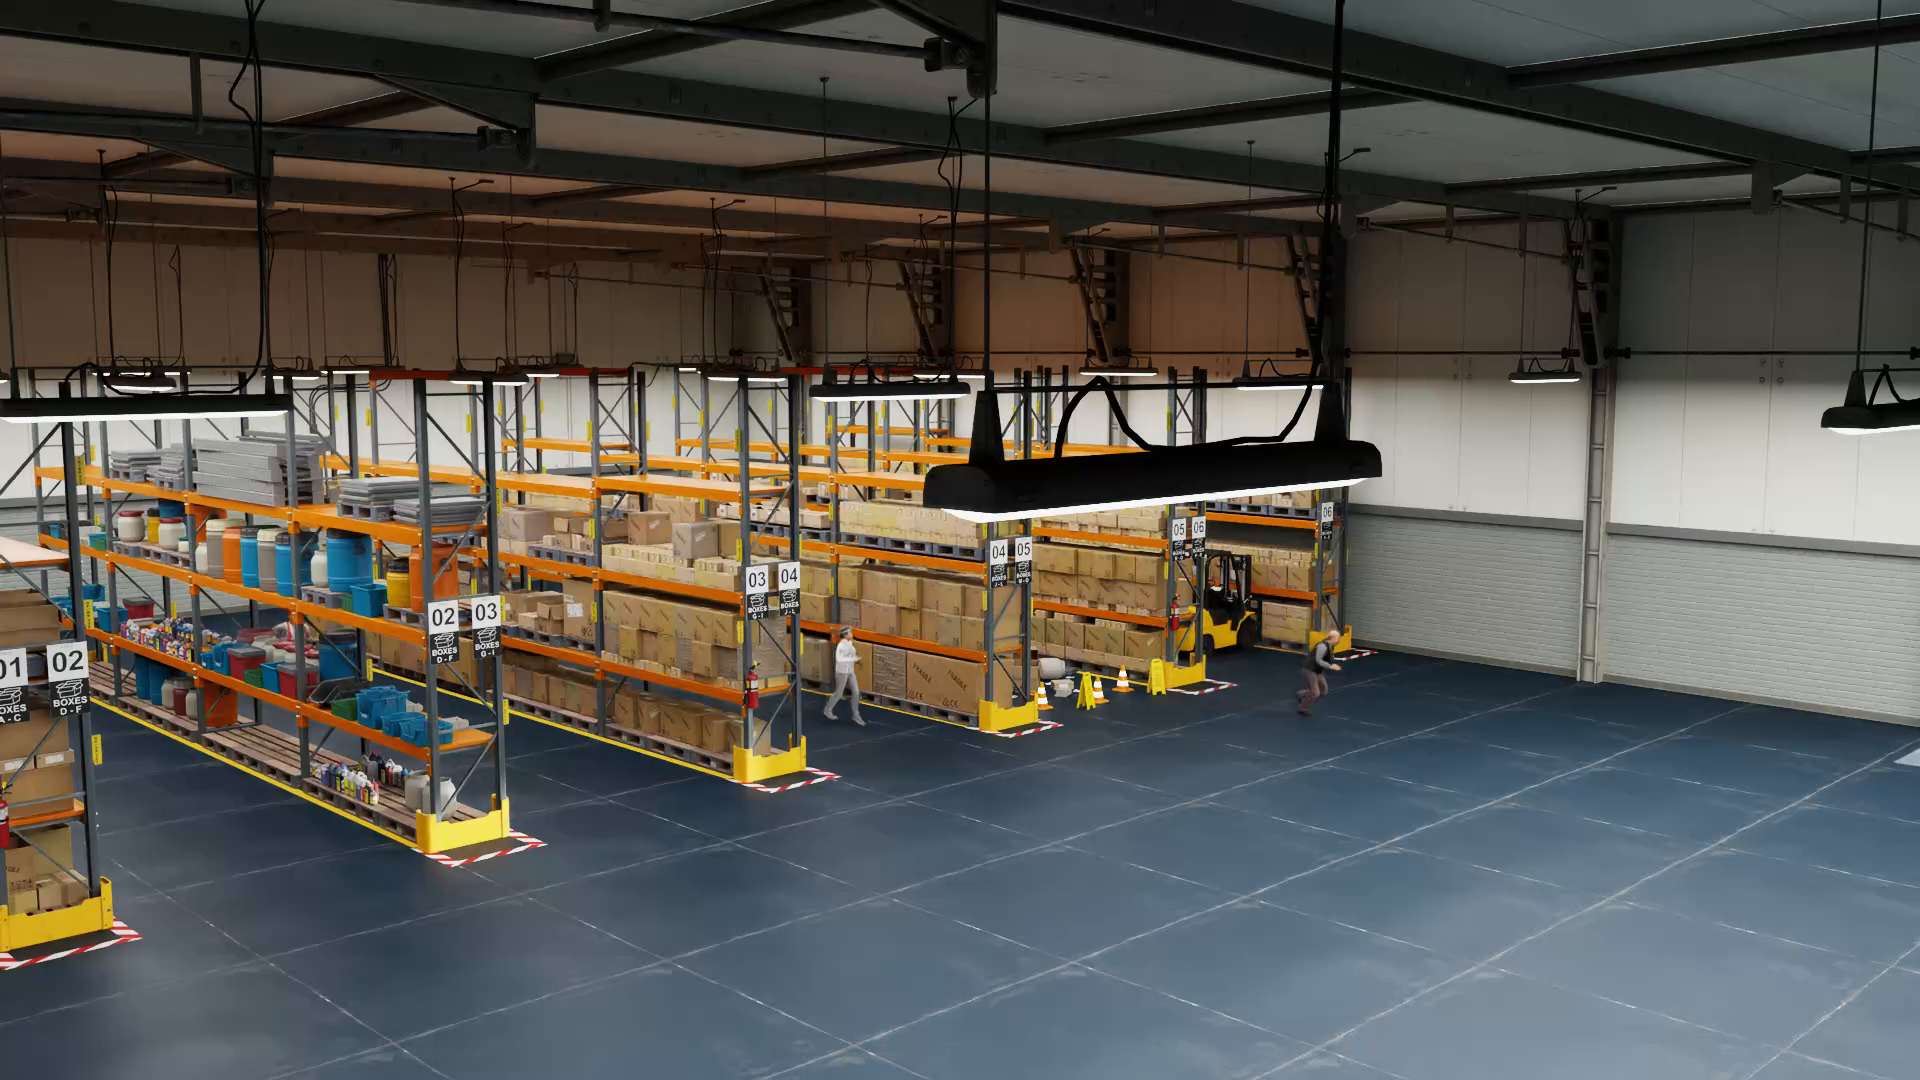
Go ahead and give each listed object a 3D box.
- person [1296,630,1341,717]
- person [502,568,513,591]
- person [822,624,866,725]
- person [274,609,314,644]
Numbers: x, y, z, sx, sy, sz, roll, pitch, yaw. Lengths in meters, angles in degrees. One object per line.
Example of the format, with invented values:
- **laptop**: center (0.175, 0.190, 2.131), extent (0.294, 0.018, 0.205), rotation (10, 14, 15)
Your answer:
- **person**: center (6.261, 2.308, 28.954), extent (0.813, 1.539, 0.683), rotation (4, 7, 29)
- **person**: center (-9.988, 1.416, 36.459), extent (0.758, 1.613, 0.573), rotation (6, 8, 40)
- **person**: center (-2.002, 2.300, 28.356), extent (0.801, 1.747, 0.583), rotation (3, 7, 23)
- **person**: center (-11.883, 2.075, 29.704), extent (0.983, 1.805, 0.644), rotation (5, 8, 37)
